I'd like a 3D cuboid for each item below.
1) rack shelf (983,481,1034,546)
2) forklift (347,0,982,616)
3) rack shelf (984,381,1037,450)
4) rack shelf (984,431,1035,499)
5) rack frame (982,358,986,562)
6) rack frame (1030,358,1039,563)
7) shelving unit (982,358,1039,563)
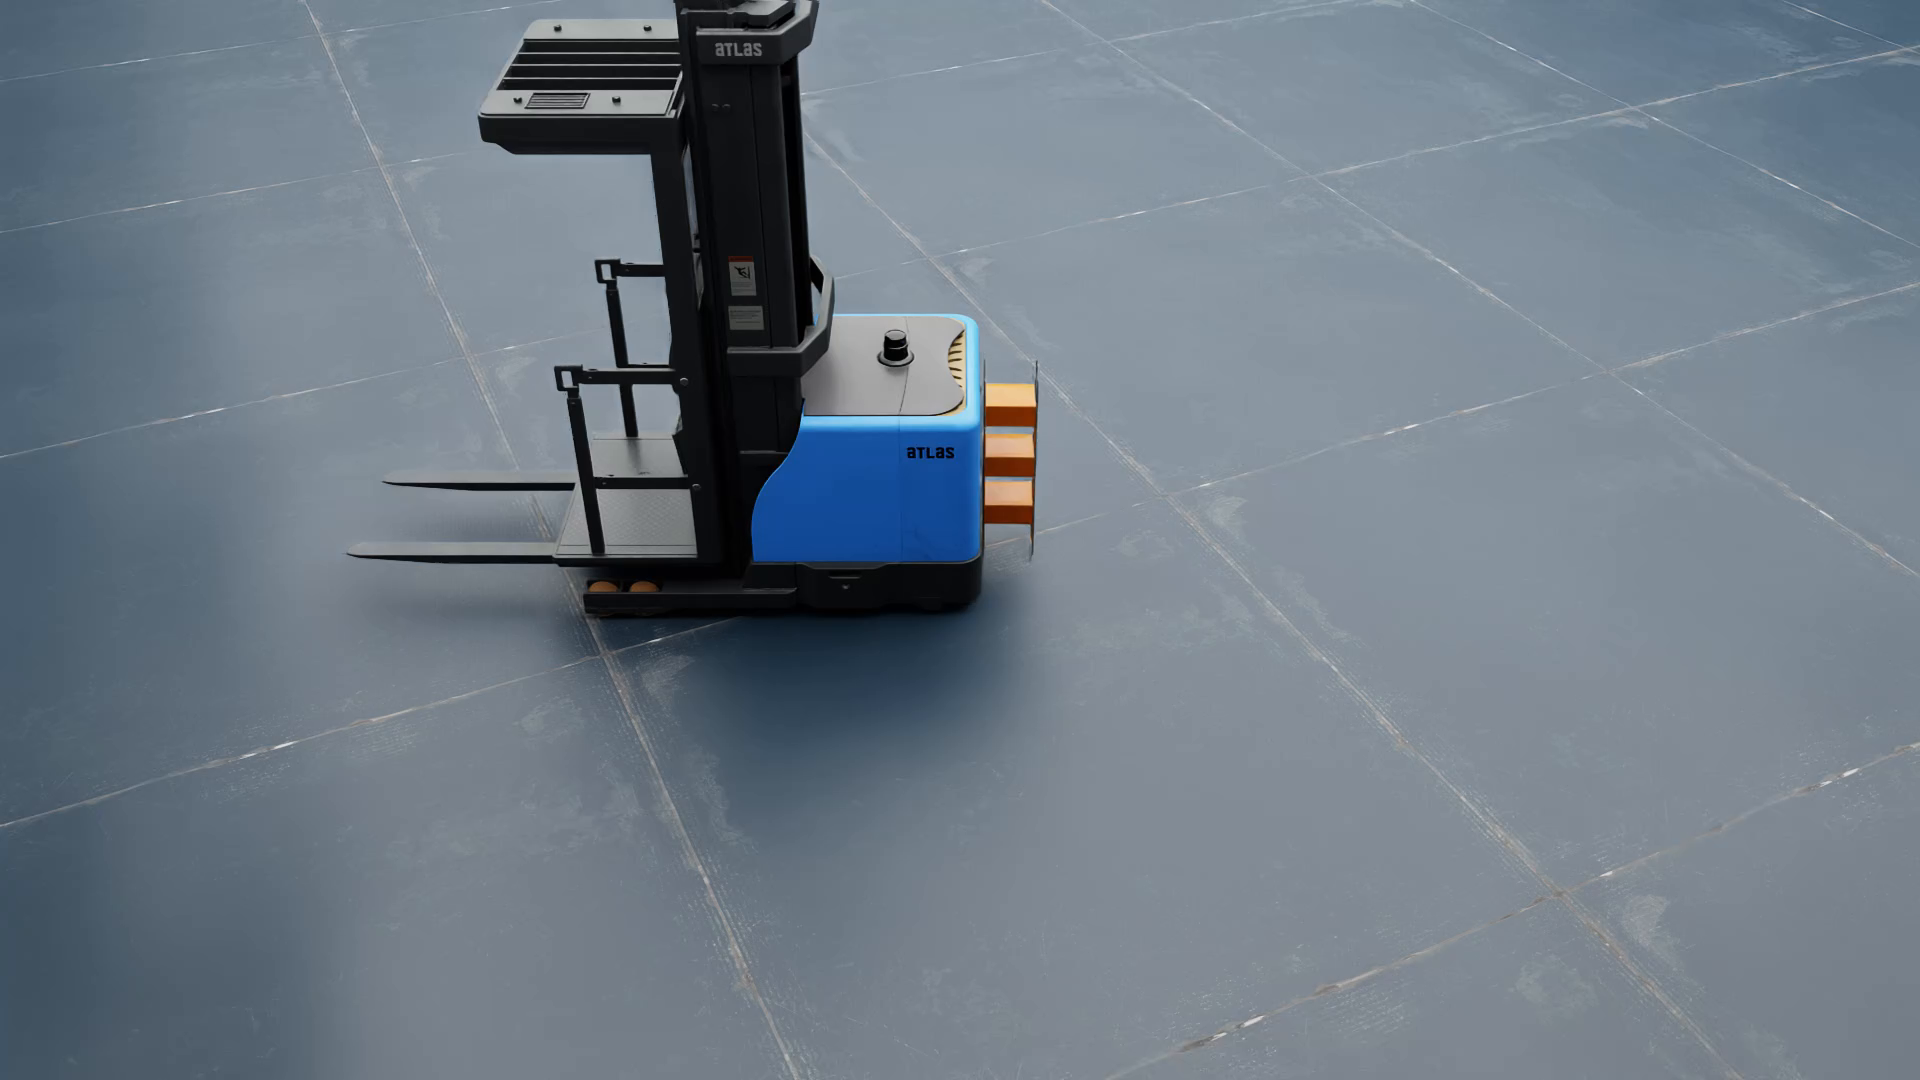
[{"bbox_3d":[0.236,-0.138,8.183,0.240,0.259,0.215,0,37,1],"label":"rack shelf"},{"bbox_3d":[-1.413,-1.131,7.457,3.031,2.935,1.130,0,37,0],"label":"forklift"},{"bbox_3d":[0.236,-0.589,7.848,0.240,0.259,0.215,0,37,1],"label":"rack shelf"},{"bbox_3d":[0.236,-0.362,8.017,0.240,0.259,0.215,0,37,1],"label":"rack shelf"},{"bbox_3d":[0.114,-0.371,8.012,0.008,1.050,0.200,0,37,1],"label":"rack frame"},{"bbox_3d":[0.358,-0.369,8.009,0.008,1.050,0.200,0,37,1],"label":"rack frame"},{"bbox_3d":[0.236,-0.370,8.011,0.252,1.050,0.215,0,37,1],"label":"shelving unit"}]
